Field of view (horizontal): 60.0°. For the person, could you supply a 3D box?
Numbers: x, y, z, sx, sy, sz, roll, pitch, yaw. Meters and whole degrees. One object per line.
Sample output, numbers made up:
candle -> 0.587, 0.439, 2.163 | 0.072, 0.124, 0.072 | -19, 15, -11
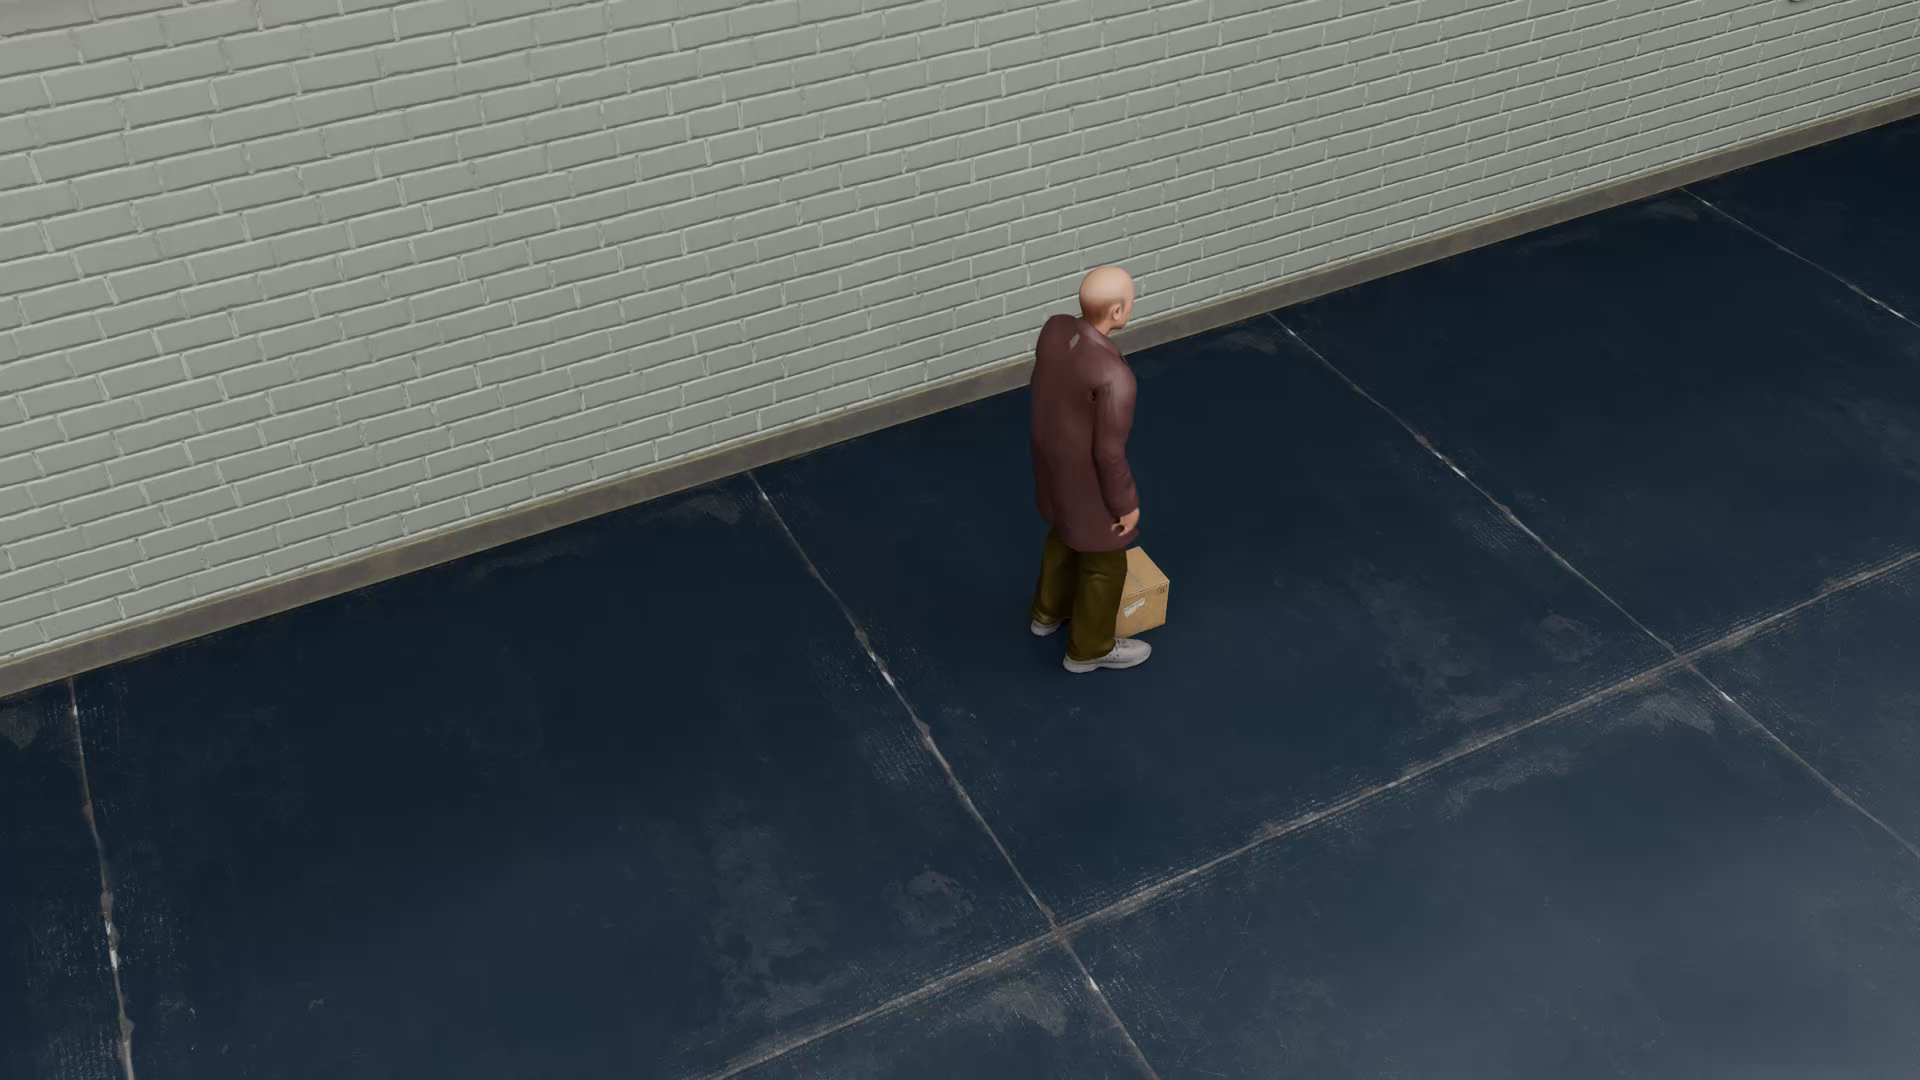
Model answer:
person -> 0.493, -0.268, 6.482 | 0.428, 1.772, 0.647 | -21, 45, -23
